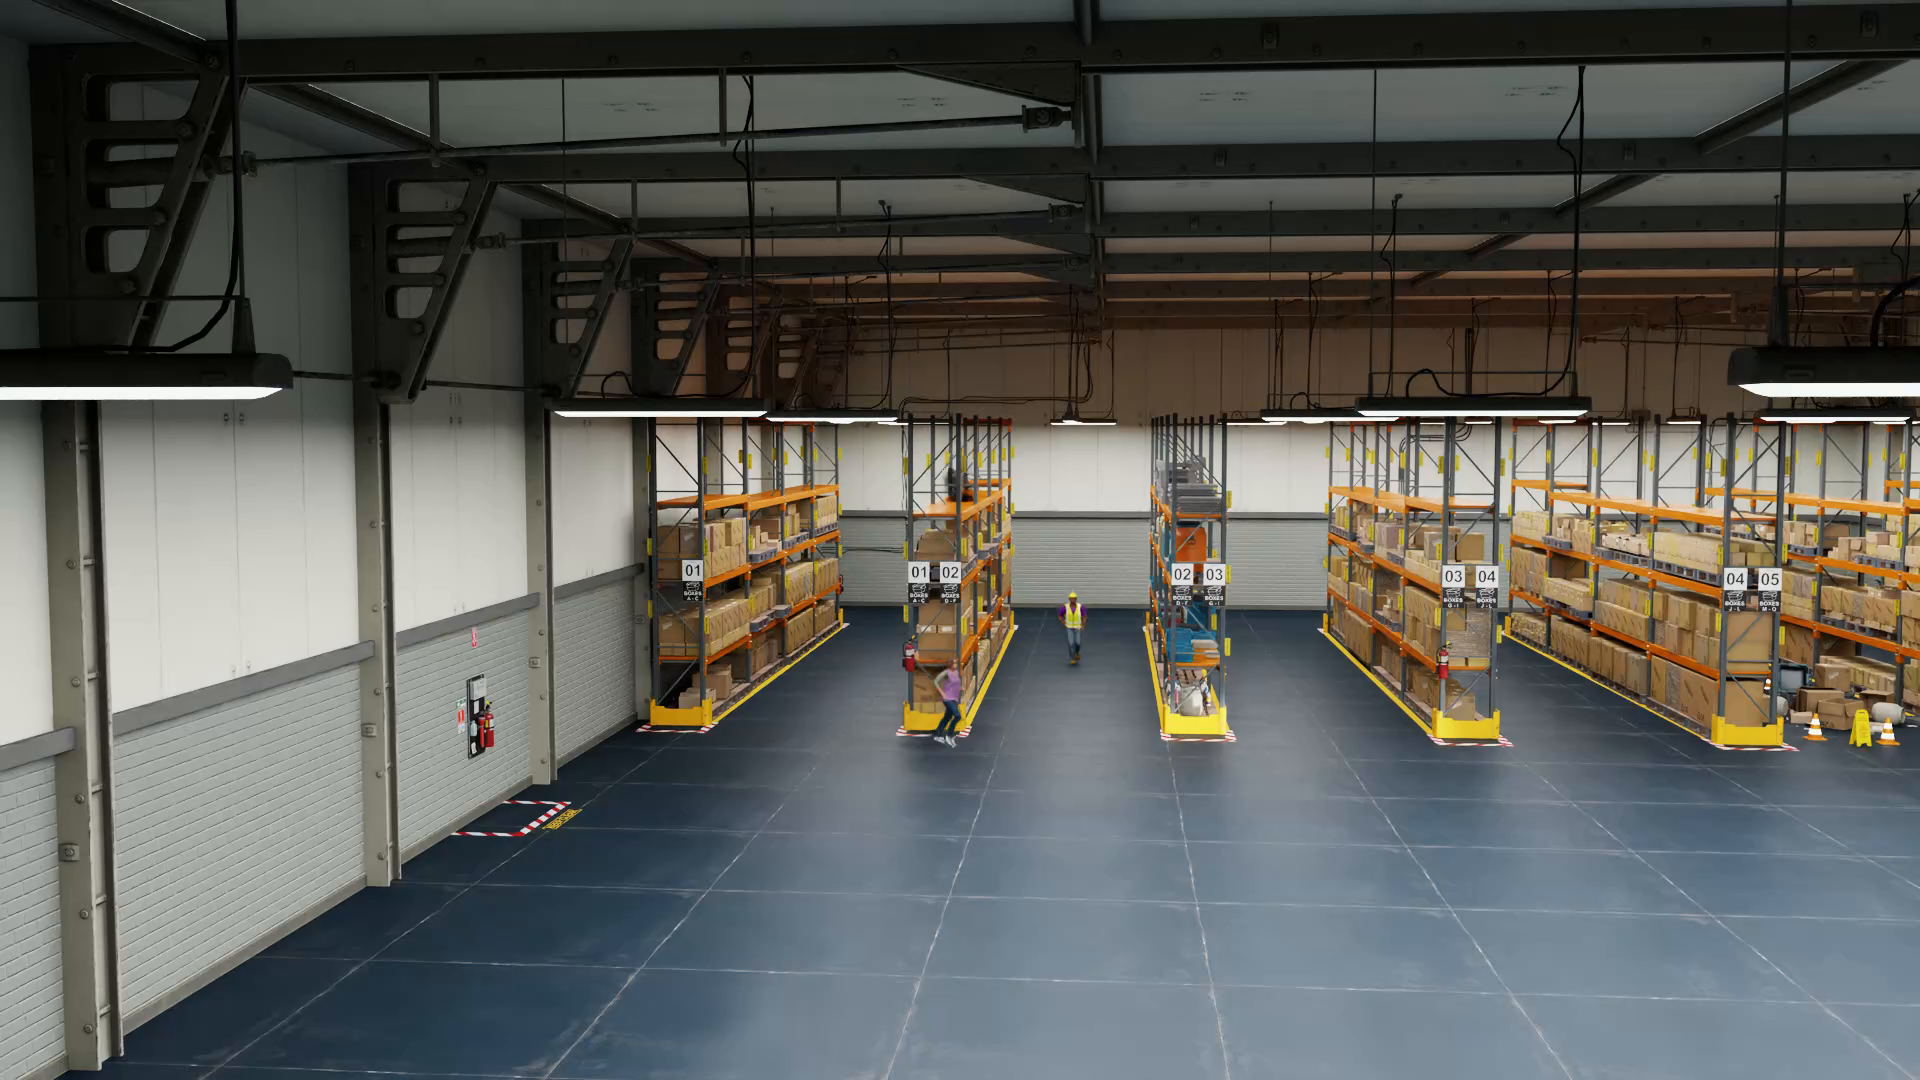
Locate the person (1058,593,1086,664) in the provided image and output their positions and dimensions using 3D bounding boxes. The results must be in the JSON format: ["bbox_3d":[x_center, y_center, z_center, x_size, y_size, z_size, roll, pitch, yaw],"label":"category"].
[{"bbox_3d":[2.726,2.142,40.381,0.704,1.729,0.581,0,4,0],"label":"person"}]

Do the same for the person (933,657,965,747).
[{"bbox_3d":[-0.198,2.915,29.943,0.644,1.622,0.520,2,4,27],"label":"person"}]
